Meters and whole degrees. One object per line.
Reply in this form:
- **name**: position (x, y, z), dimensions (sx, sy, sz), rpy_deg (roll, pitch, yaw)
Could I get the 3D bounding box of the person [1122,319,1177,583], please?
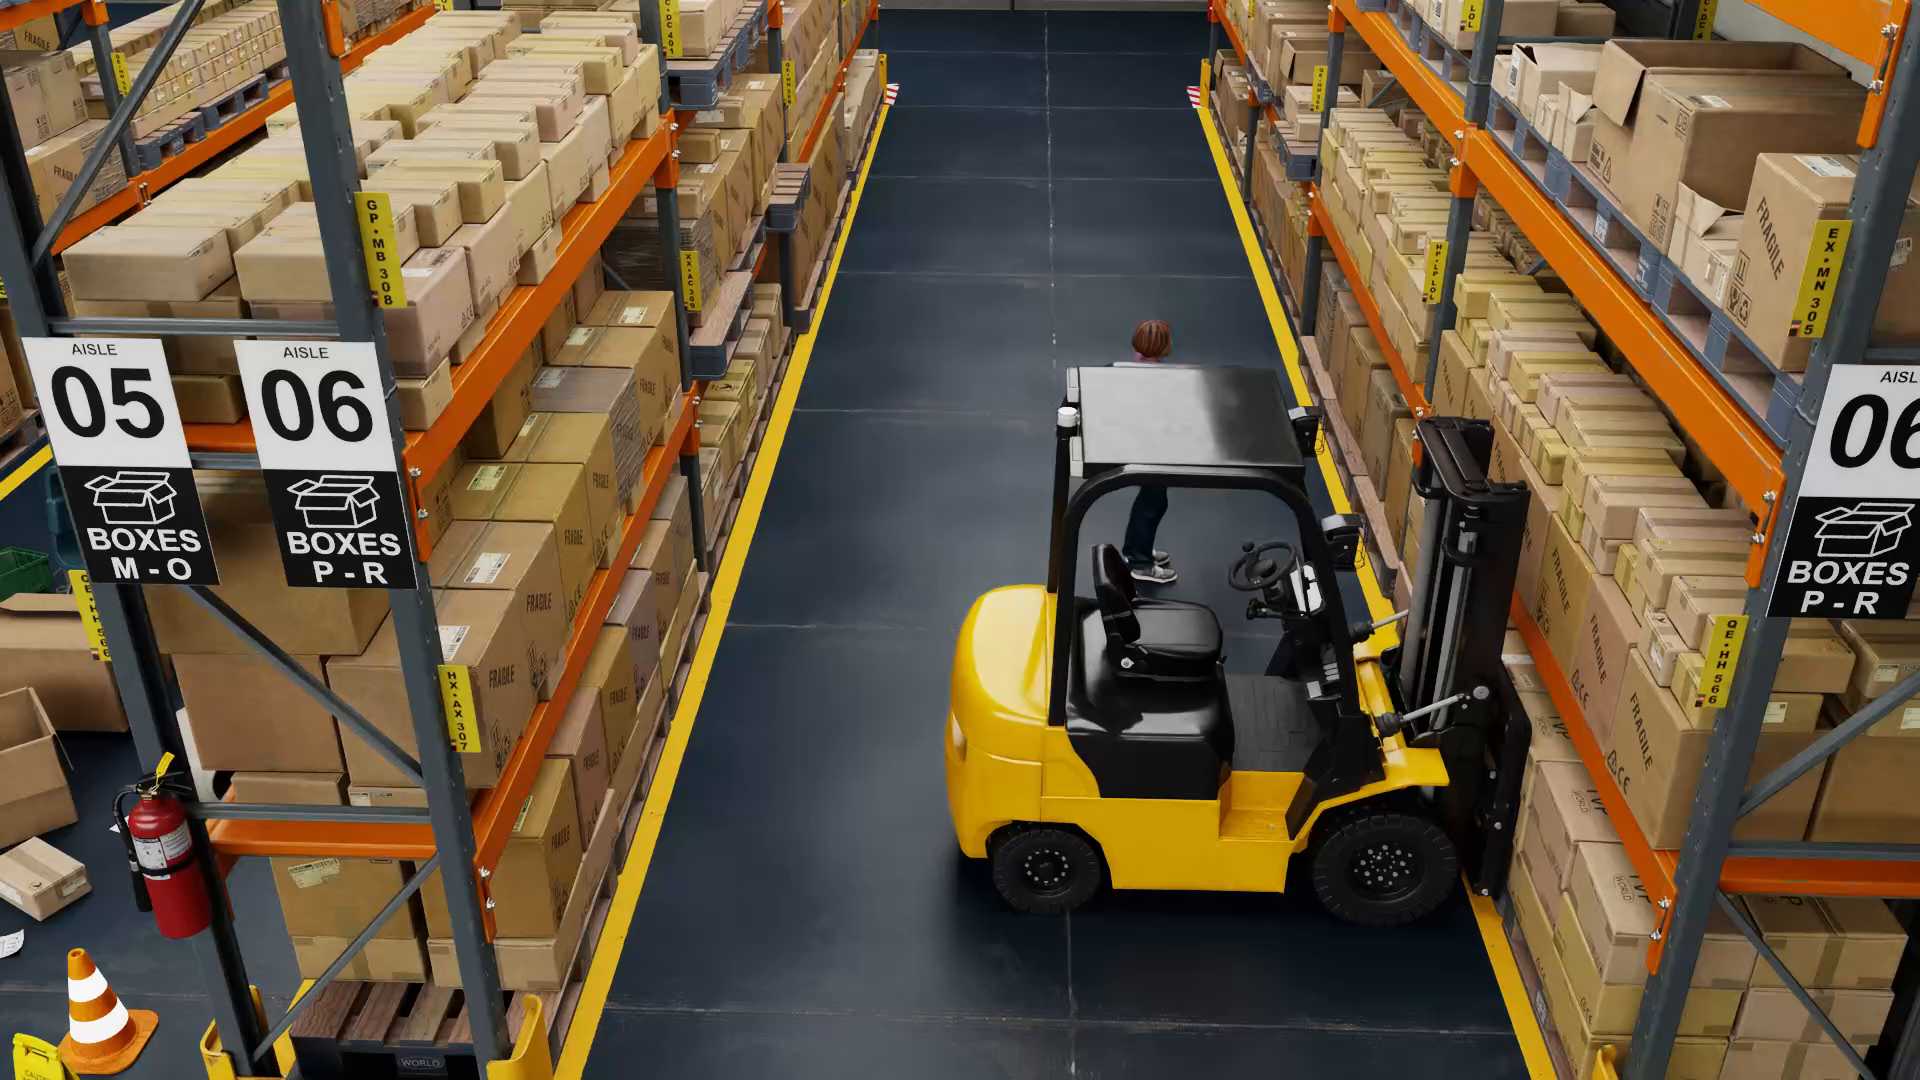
- **person**: position (1.178, -0.516, 9.594), dimensions (0.497, 1.598, 0.386), rpy_deg (1, 28, 2)
